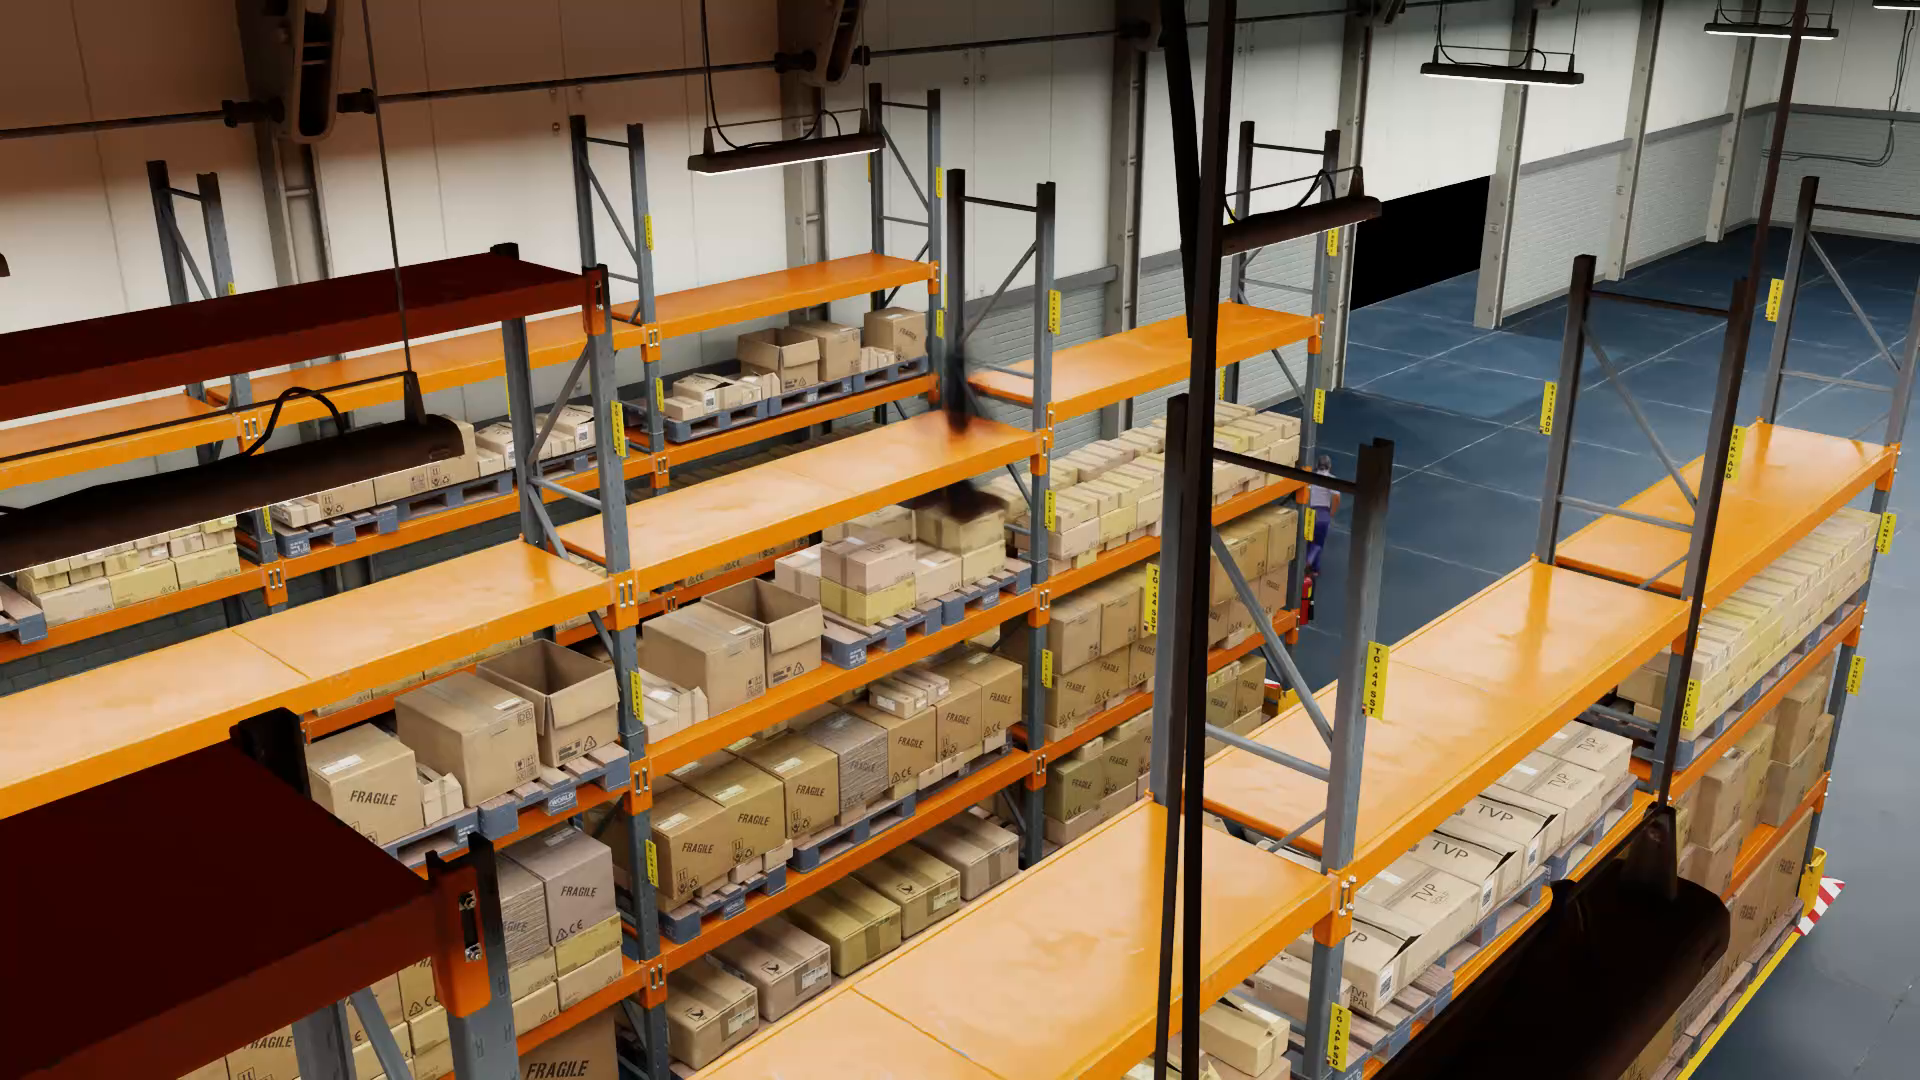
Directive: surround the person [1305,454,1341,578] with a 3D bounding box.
[{"bbox_3d":[4.323,-0.193,20.421,0.610,1.609,0.876,9,23,21],"label":"person"}]
